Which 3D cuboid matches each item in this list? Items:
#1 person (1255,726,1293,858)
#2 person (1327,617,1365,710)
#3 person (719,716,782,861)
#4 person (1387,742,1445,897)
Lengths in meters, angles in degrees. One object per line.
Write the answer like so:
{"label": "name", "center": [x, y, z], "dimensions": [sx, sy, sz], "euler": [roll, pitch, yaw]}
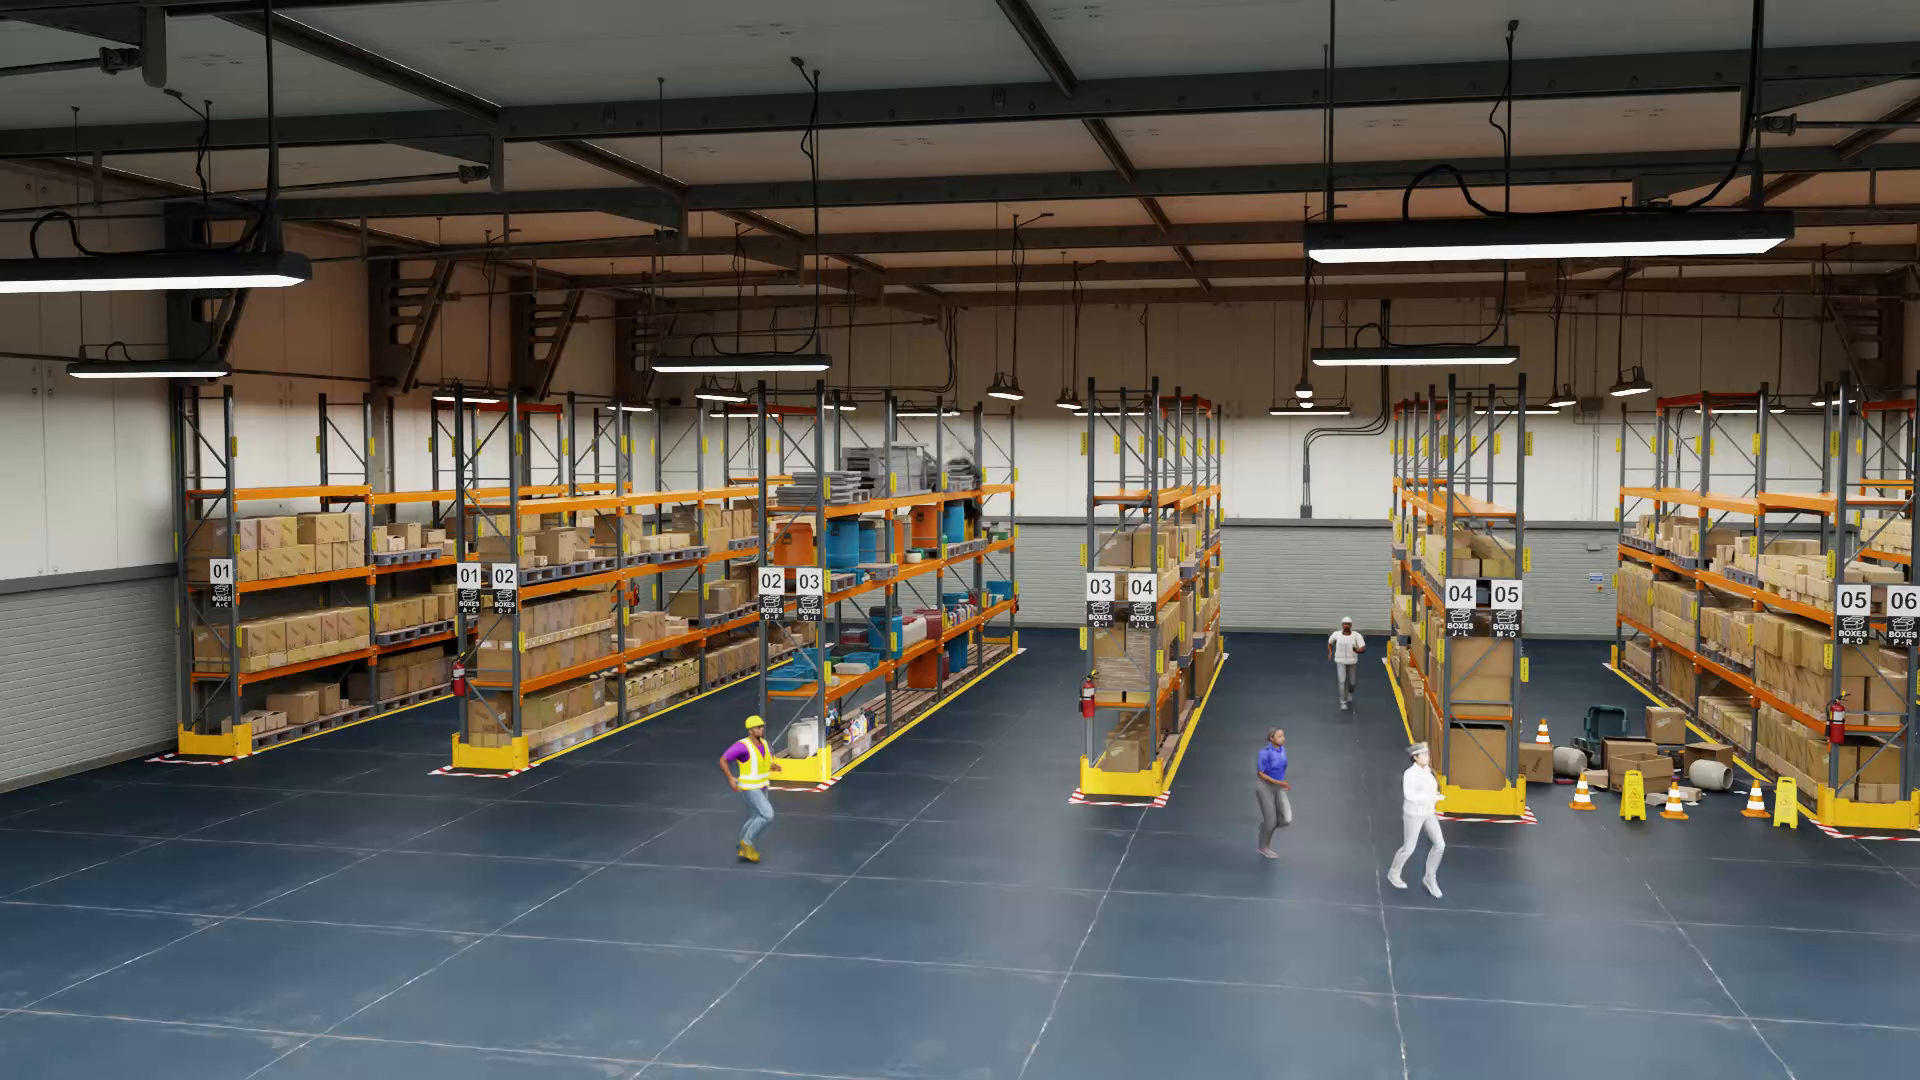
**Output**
{"label": "person", "center": [3.834, 3.070, 20.282], "dimensions": [0.564, 1.618, 0.607], "euler": [-2, 4, -36]}
{"label": "person", "center": [7.371, 2.336, 31.736], "dimensions": [0.710, 1.747, 0.963], "euler": [1, 3, 11]}
{"label": "person", "center": [-2.454, 2.993, 20.069], "dimensions": [0.660, 1.741, 0.692], "euler": [2, 4, 26]}
{"label": "person", "center": [5.130, 3.116, 18.608], "dimensions": [0.632, 1.755, 0.737], "euler": [-2, 4, -38]}
